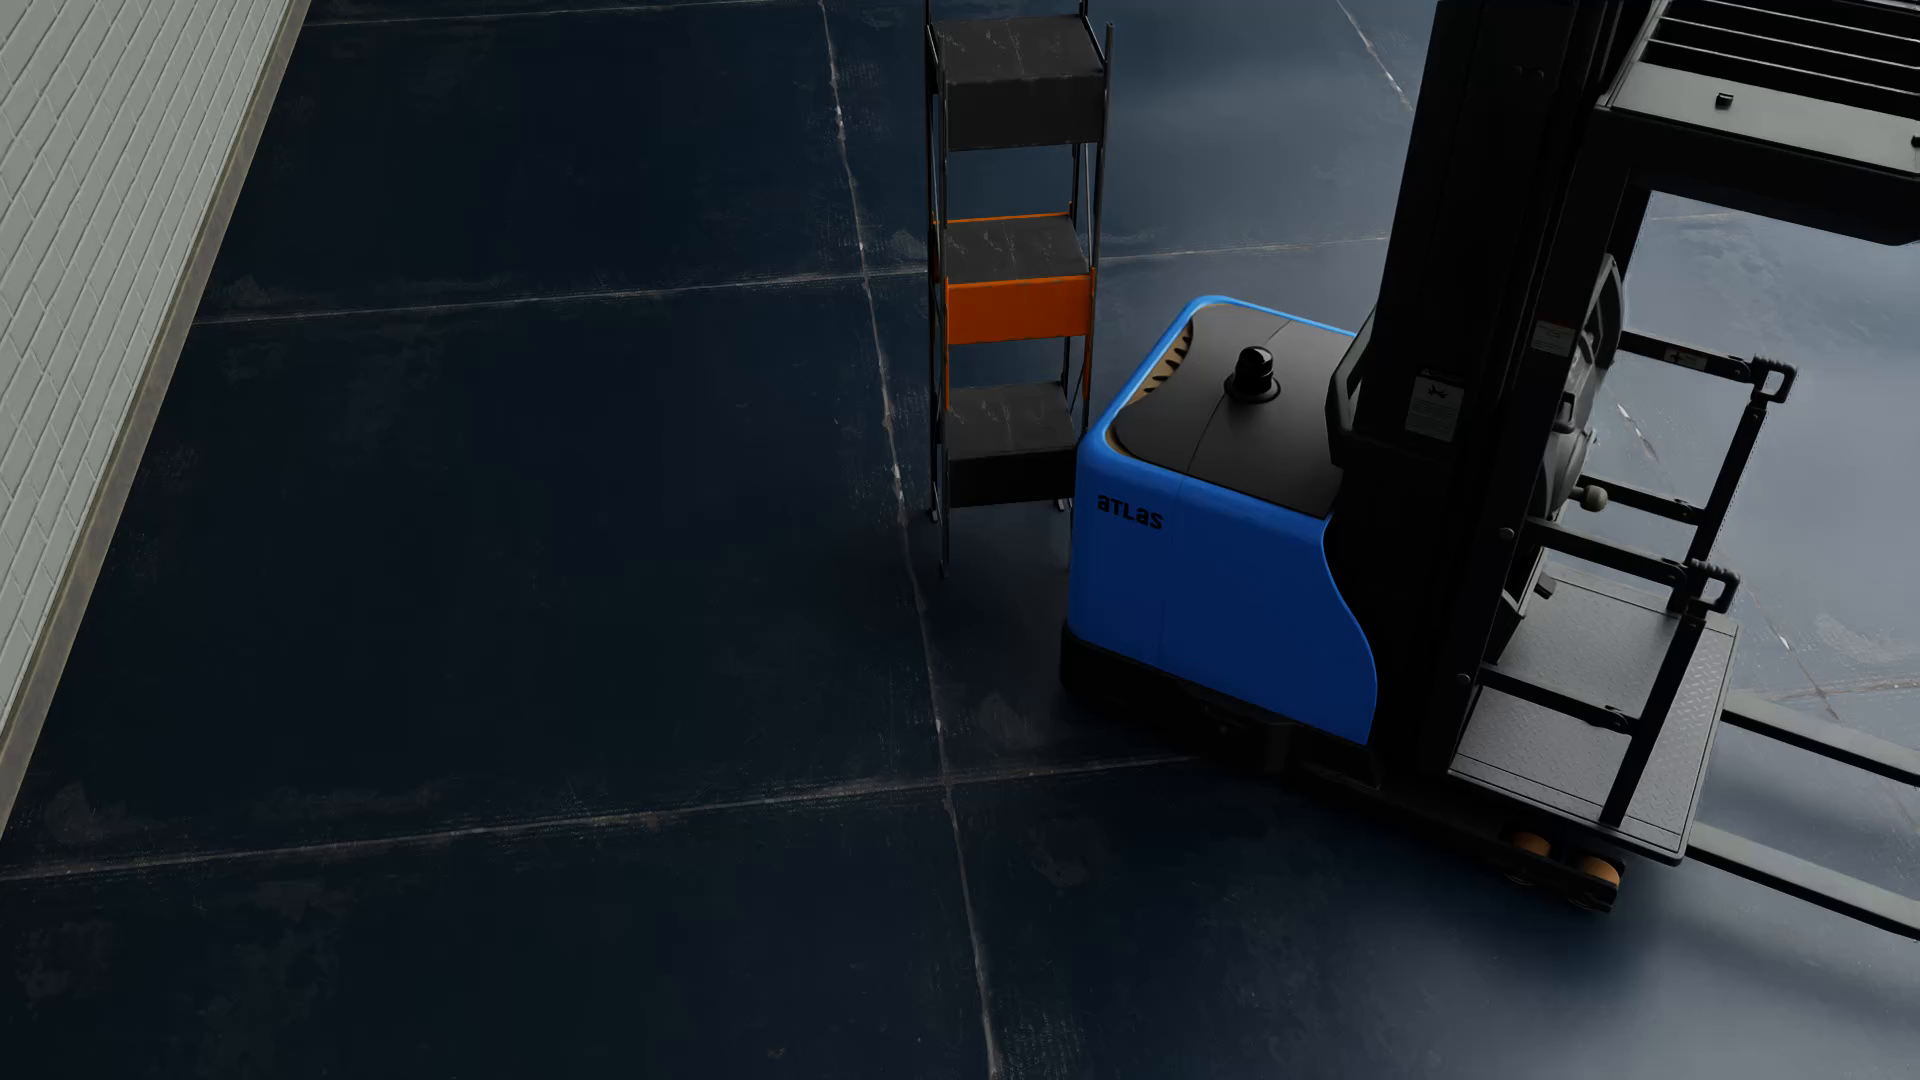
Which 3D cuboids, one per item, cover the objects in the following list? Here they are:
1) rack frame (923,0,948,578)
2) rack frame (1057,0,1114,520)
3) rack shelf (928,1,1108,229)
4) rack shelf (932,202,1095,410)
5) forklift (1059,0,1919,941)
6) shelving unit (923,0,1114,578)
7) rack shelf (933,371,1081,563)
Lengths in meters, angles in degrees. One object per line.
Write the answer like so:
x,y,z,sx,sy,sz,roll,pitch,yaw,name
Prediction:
-0.078,-0.773,5.539,0.015,2.100,0.400,-5,42,-6,rack frame
0.406,-0.815,5.586,0.015,2.100,0.400,-5,42,-6,rack frame
0.164,-1.304,5.103,0.480,0.518,0.431,-5,42,-6,rack shelf
0.164,-0.784,5.572,0.480,0.518,0.431,-5,42,-6,rack shelf
1.882,-0.384,4.487,3.031,2.935,1.130,20,46,21,forklift
0.164,-0.794,5.563,0.503,2.100,0.431,-5,42,-6,shelving unit
0.164,-0.264,6.041,0.480,0.518,0.431,-5,42,-6,rack shelf
